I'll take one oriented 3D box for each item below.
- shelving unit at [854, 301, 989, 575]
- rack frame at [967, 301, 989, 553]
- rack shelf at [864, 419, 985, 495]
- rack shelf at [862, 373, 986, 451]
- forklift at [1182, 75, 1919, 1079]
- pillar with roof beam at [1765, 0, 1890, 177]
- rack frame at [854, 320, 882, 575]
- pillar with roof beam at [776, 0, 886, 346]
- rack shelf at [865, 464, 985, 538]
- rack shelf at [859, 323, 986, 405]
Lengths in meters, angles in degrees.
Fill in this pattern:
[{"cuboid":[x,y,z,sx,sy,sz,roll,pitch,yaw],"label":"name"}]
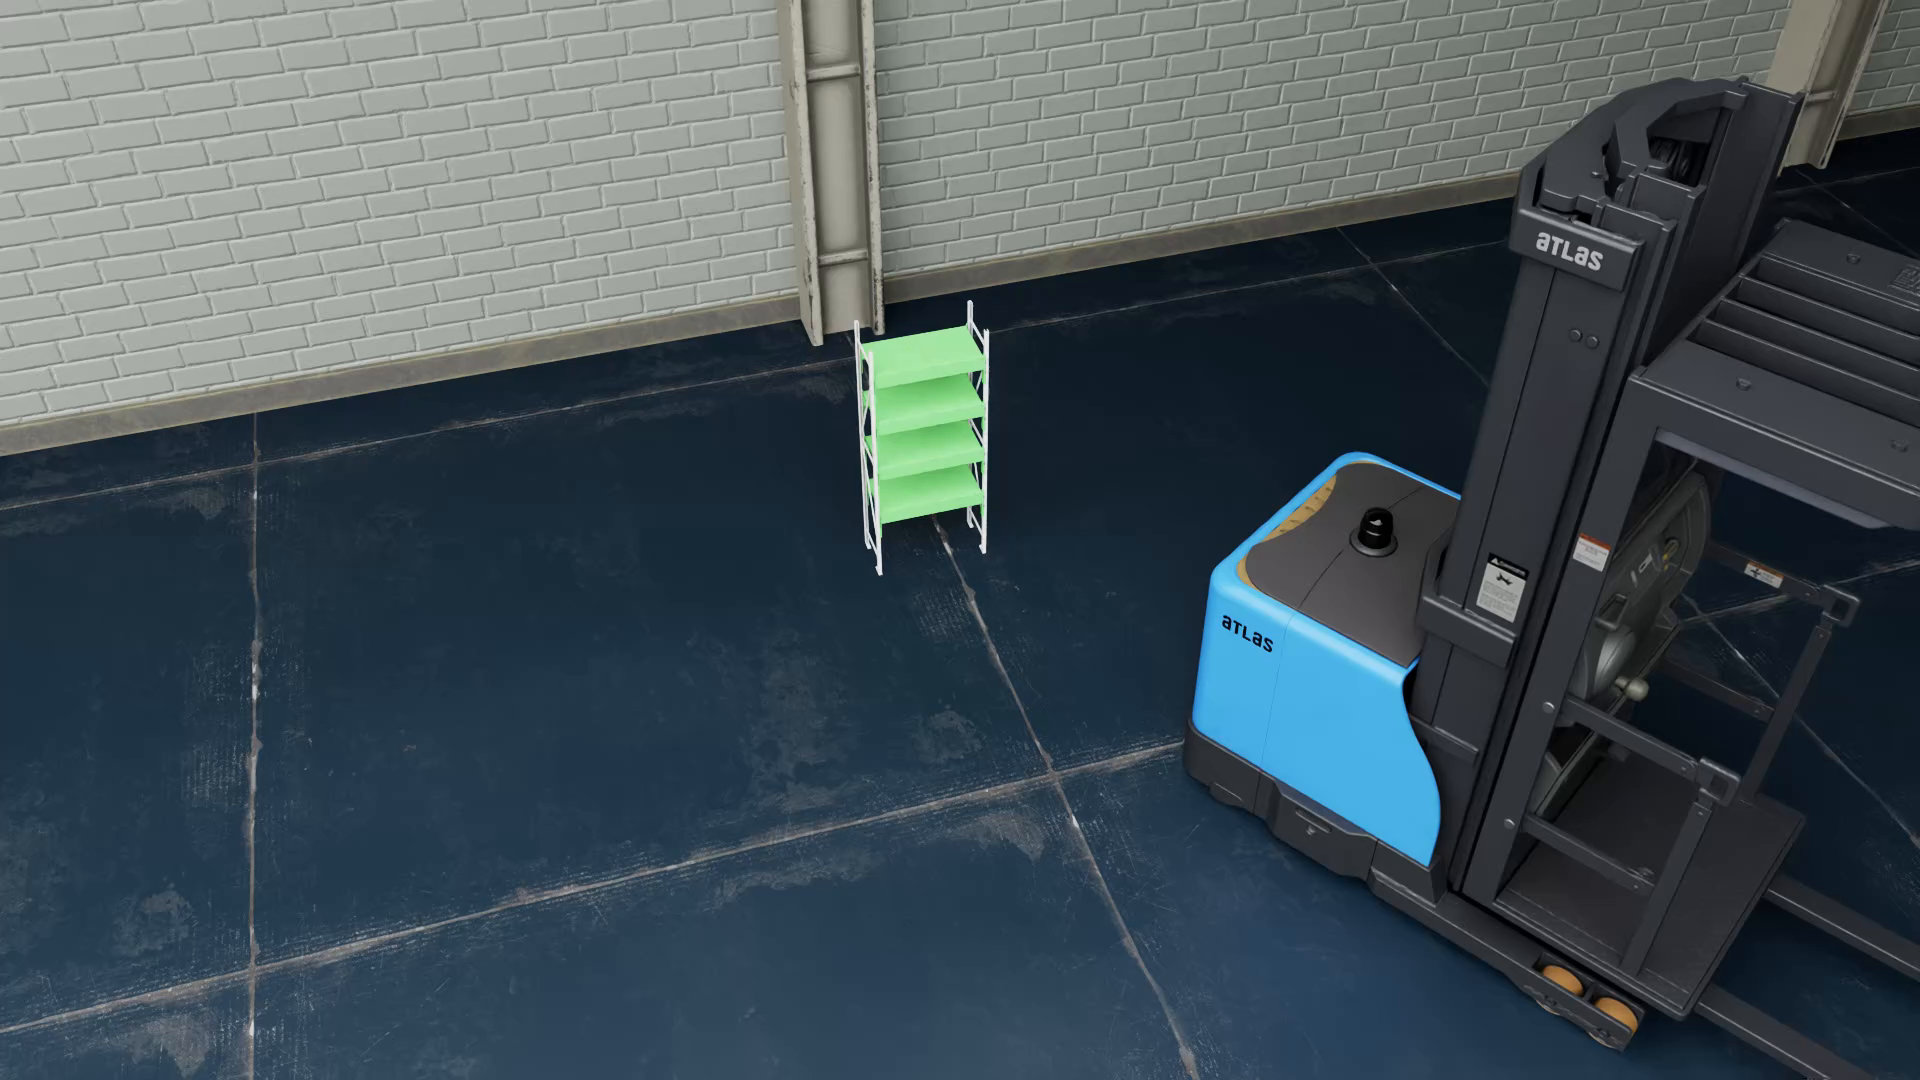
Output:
[{"cuboid":[-0.158,-0.419,7.167,0.503,1.200,0.258,-12,42,-13],"label":"shelving unit"},{"cuboid":[0.075,-0.467,7.223,0.015,1.200,0.240,-12,42,-13],"label":"rack frame"},{"cuboid":[-0.158,-0.371,7.209,0.480,0.148,0.258,-12,42,-13],"label":"rack shelf"},{"cuboid":[-0.158,-0.552,7.051,0.480,0.148,0.258,-12,42,-13],"label":"rack shelf"},{"cuboid":[2.313,0.216,5.124,3.031,2.935,1.130,30,49,30],"label":"forklift"},{"cuboid":[6.385,-3.031,4.229,0.400,9.000,9.100,-12,42,-13],"label":"pillar with roof beam"},{"cuboid":[-0.391,-0.371,7.112,0.015,1.200,0.240,-12,42,-13],"label":"rack frame"},{"cuboid":[0.662,-1.845,2.872,0.400,9.000,9.100,-12,42,-13],"label":"pillar with roof beam"},{"cuboid":[-0.158,-0.190,7.367,0.480,0.148,0.258,-12,42,-13],"label":"rack shelf"},{"cuboid":[-0.158,-0.732,6.894,0.480,0.148,0.258,-12,42,-13],"label":"rack shelf"}]
